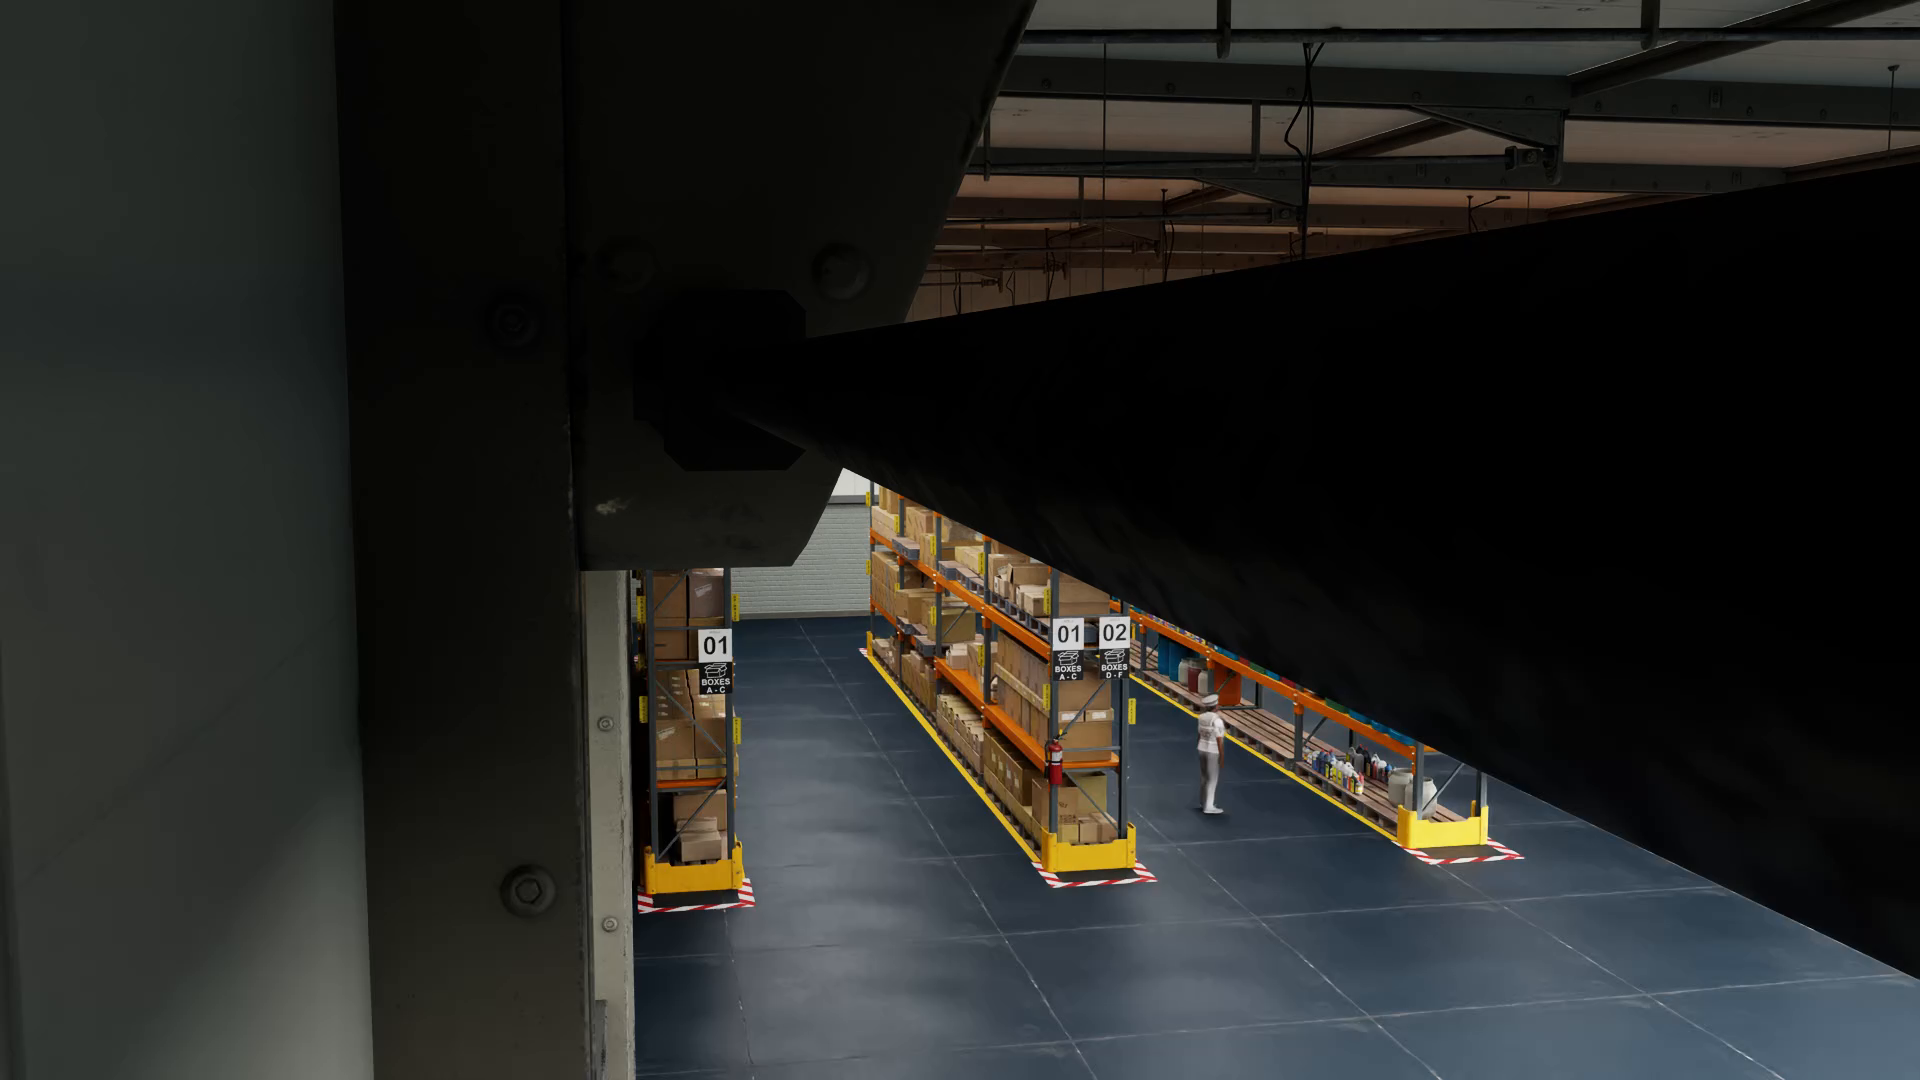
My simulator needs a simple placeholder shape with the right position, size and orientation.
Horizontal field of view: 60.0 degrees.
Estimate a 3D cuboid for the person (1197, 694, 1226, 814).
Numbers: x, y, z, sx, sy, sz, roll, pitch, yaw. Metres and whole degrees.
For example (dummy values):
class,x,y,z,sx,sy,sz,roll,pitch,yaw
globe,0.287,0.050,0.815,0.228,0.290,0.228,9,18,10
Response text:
class,x,y,z,sx,sy,sz,roll,pitch,yaw
person,3.601,3.049,23.621,0.432,1.715,0.514,-4,7,-31
